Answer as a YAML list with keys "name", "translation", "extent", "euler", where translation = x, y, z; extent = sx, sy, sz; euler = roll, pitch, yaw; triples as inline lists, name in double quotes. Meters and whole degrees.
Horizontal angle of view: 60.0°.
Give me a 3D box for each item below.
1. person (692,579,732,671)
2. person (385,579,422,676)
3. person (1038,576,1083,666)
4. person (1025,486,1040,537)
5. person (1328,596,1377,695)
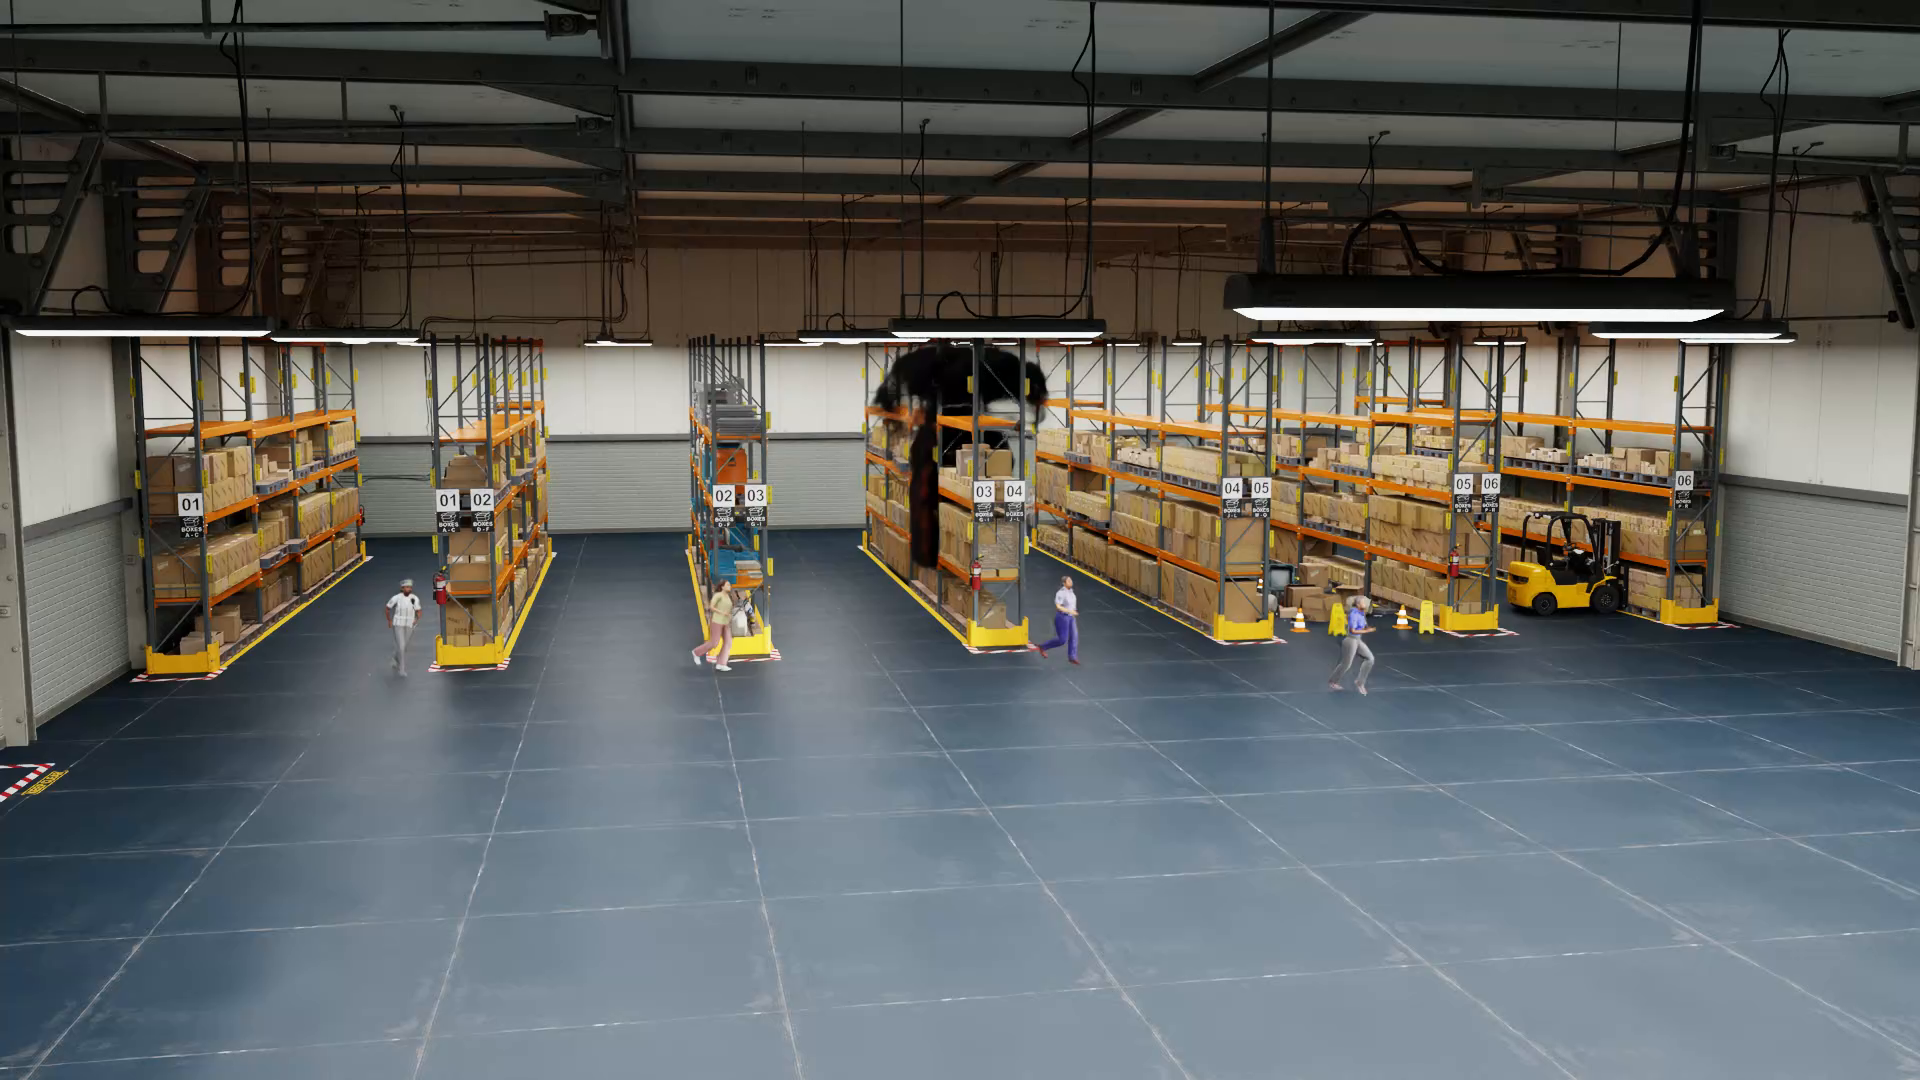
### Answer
- name: "person"
  translation: [-4.348, 1.500, 29.944]
  extent: [0.857, 1.611, 0.629]
  euler: [3, 7, 26]
- name: "person"
  translation: [-9.866, 1.532, 29.534]
  extent: [0.606, 1.687, 0.721]
  euler: [-5, 8, -36]
- name: "person"
  translation: [1.873, 1.460, 30.344]
  extent: [0.828, 1.647, 0.615]
  euler: [3, 7, 28]
- name: "person"
  translation: [2.143, -0.799, 49.673]
  extent: [0.792, 1.656, 0.568]
  euler: [-1, 7, -6]
- name: "person"
  translation: [6.535, 1.748, 27.675]
  extent: [0.820, 1.671, 0.600]
  euler: [4, 8, 32]
